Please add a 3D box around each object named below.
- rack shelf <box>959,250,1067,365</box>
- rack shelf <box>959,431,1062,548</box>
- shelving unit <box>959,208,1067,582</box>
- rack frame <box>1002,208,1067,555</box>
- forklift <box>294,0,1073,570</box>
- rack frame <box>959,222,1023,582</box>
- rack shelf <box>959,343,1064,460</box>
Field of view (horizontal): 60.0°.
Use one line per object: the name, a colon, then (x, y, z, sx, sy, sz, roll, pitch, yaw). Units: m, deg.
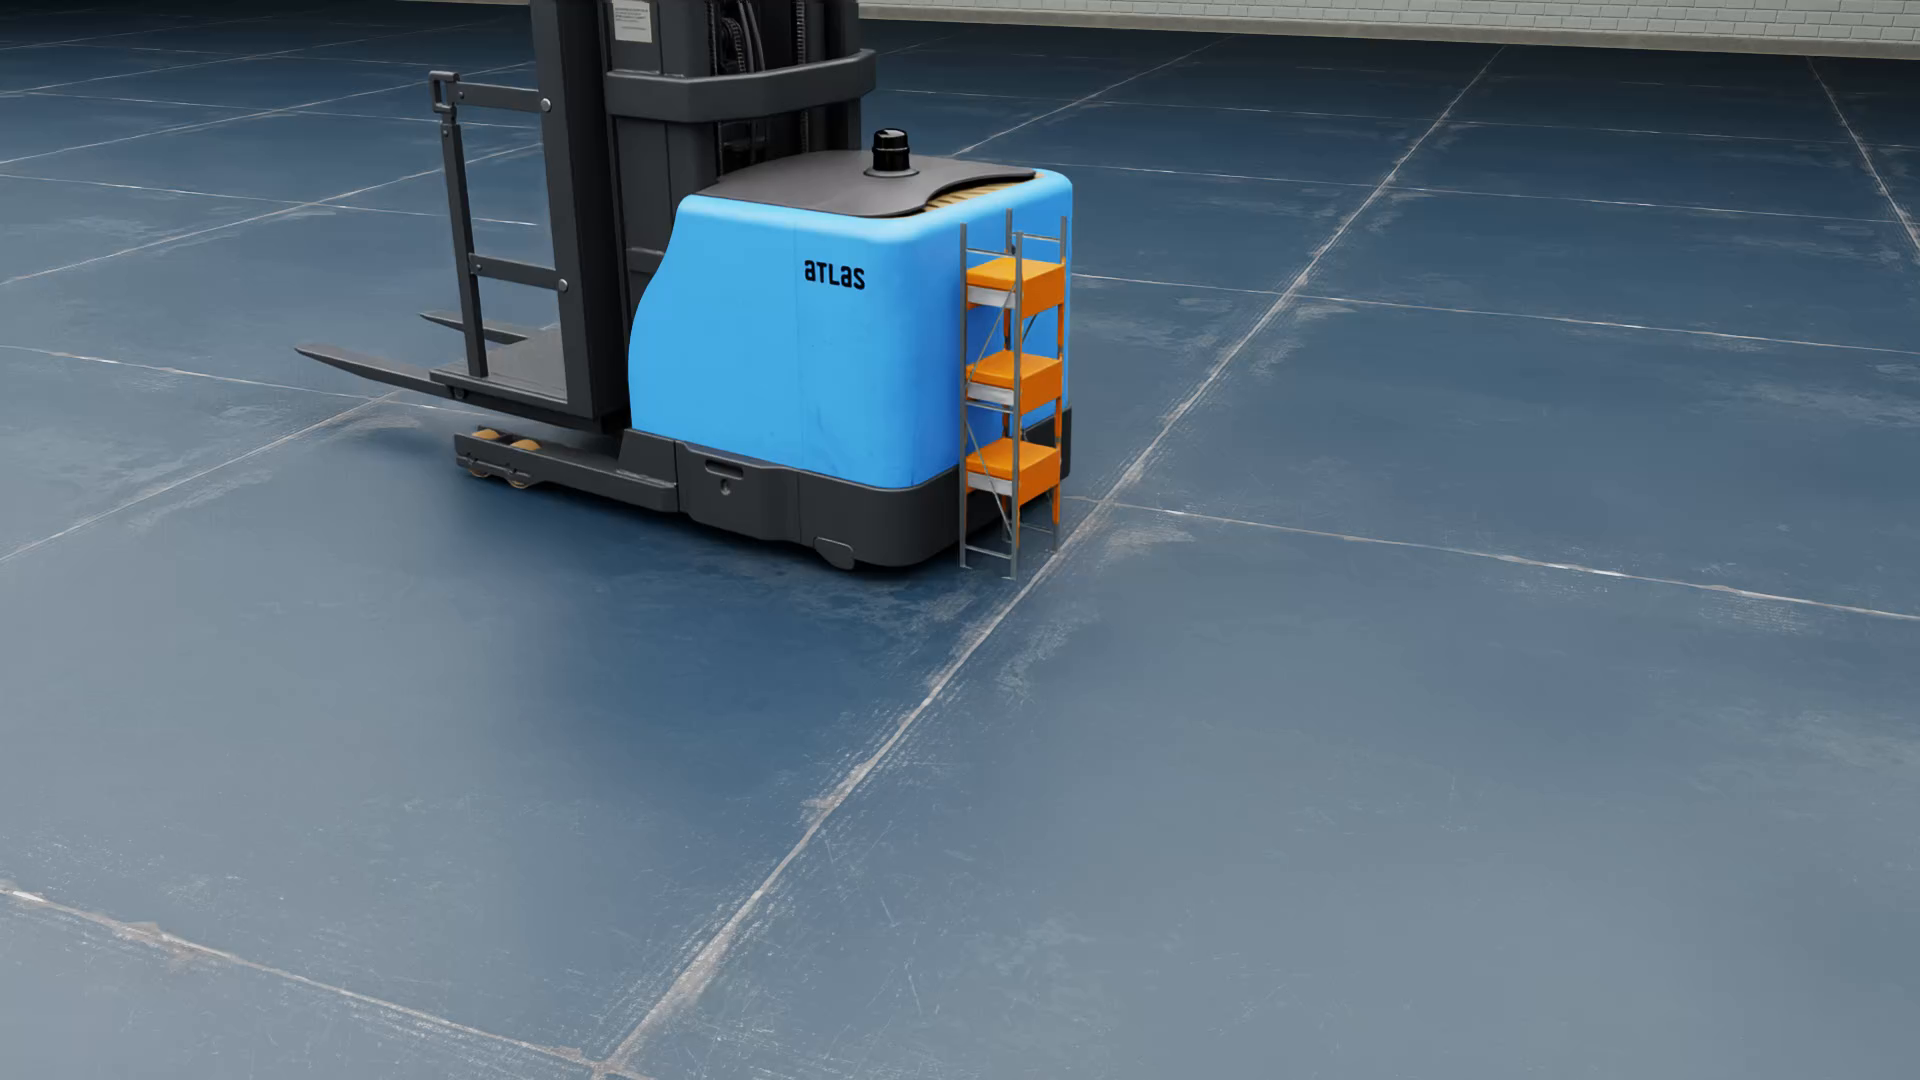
rack shelf: (0.152, -0.673, 4.789, 0.215, 0.259, 0.240, 14, 27, 30)
rack shelf: (0.151, -0.155, 5.006, 0.215, 0.259, 0.240, 14, 27, 30)
shelving unit: (0.152, -0.421, 4.895, 0.215, 1.050, 0.252, 14, 27, 30)
rack frame: (0.219, -0.460, 4.989, 0.200, 1.050, 0.008, 14, 27, 30)
forklift: (-1.141, -1.680, 5.470, 3.031, 2.935, 1.130, 14, 27, 30)
rack frame: (0.085, -0.382, 4.801, 0.200, 1.050, 0.008, 14, 27, 30)
rack shelf: (0.152, -0.411, 4.899, 0.215, 0.259, 0.240, 14, 27, 30)
